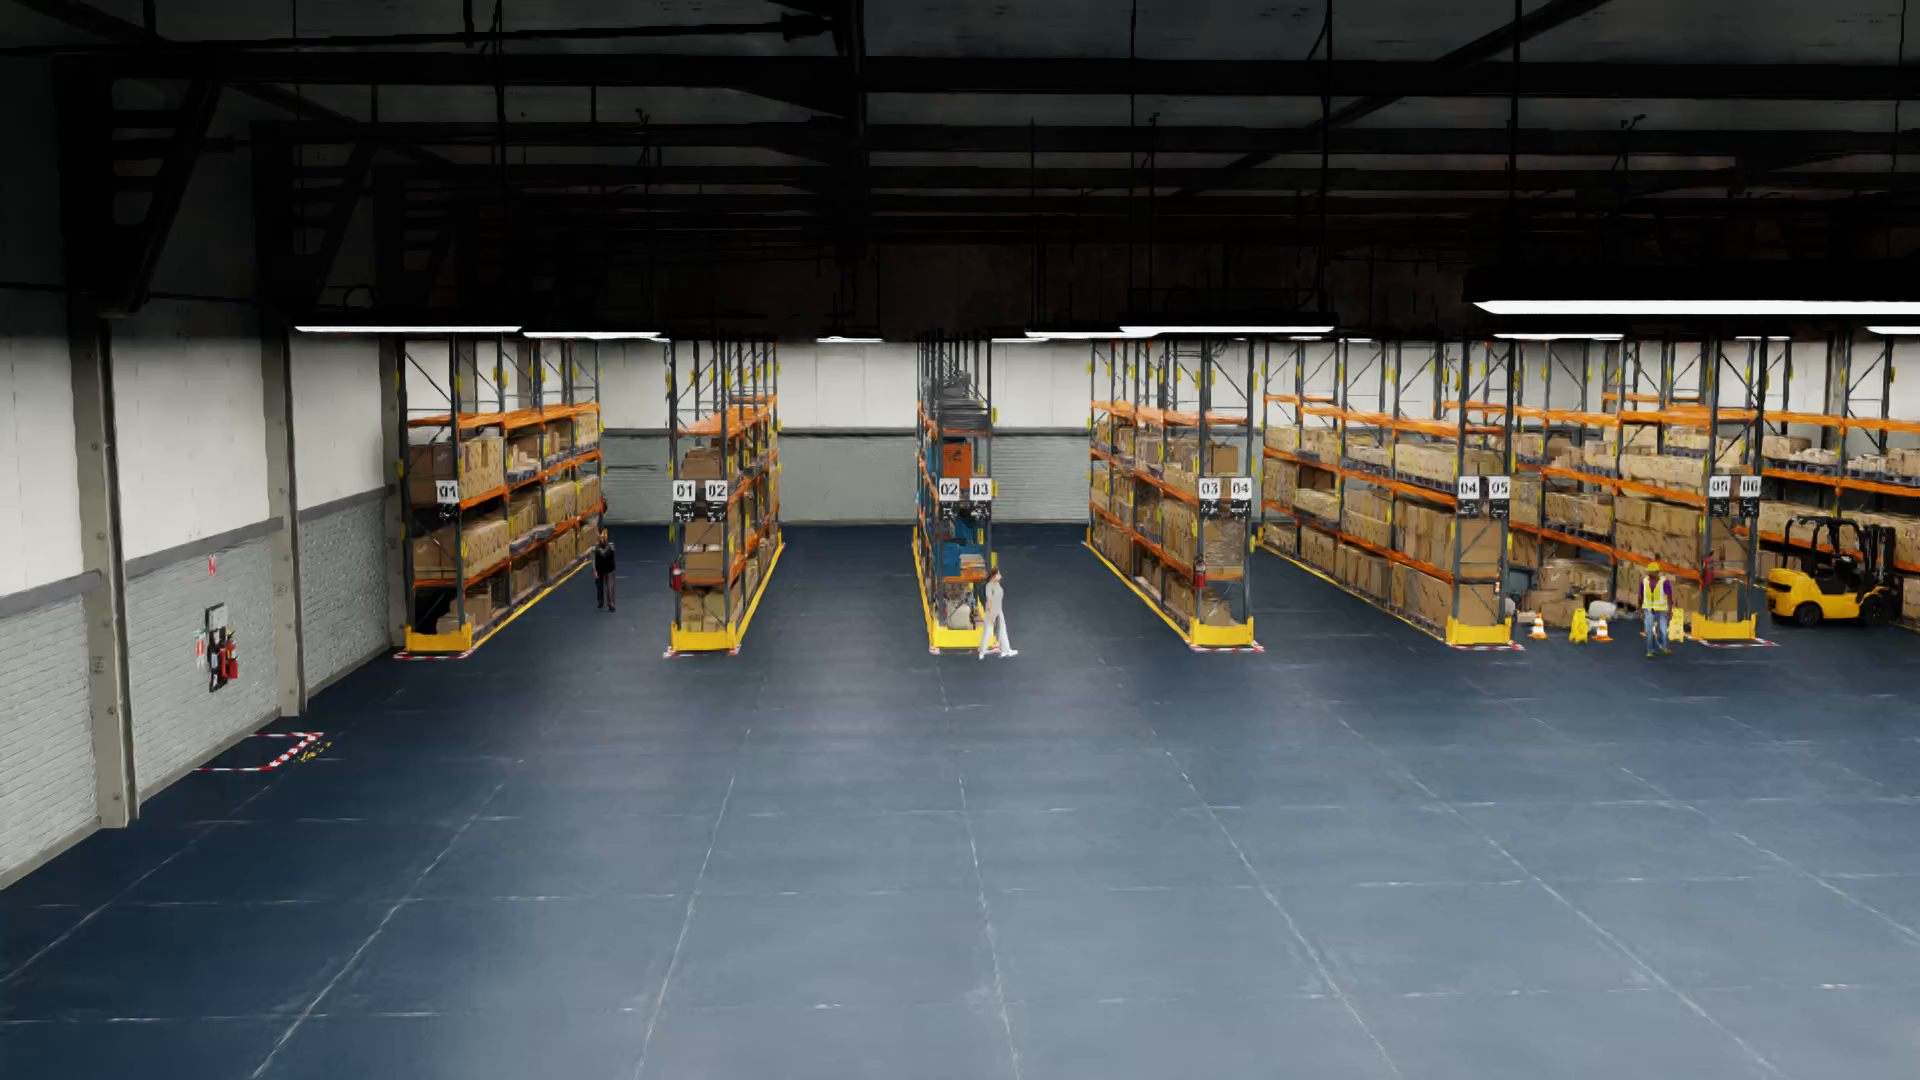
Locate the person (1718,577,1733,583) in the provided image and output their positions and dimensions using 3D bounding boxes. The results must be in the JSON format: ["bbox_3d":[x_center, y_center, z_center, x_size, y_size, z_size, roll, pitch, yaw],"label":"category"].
[{"bbox_3d":[16.417,0.625,35.797,0.568,1.749,0.655,4,8,28],"label":"person"}]

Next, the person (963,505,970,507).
[{"bbox_3d":[0.236,-0.851,48.862,0.689,1.657,0.484,-4,8,-30],"label":"person"}]

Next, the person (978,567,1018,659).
[{"bbox_3d":[0.654,1.316,30.329,0.553,1.661,0.690,4,8,32],"label":"person"}]

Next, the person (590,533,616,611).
[{"bbox_3d":[-7.677,0.675,35.796,0.537,1.665,1.028,-1,7,-11],"label":"person"}]

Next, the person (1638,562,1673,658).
[{"bbox_3d":[12.752,1.270,30.486,0.611,1.753,0.579,4,8,33],"label":"person"}]
